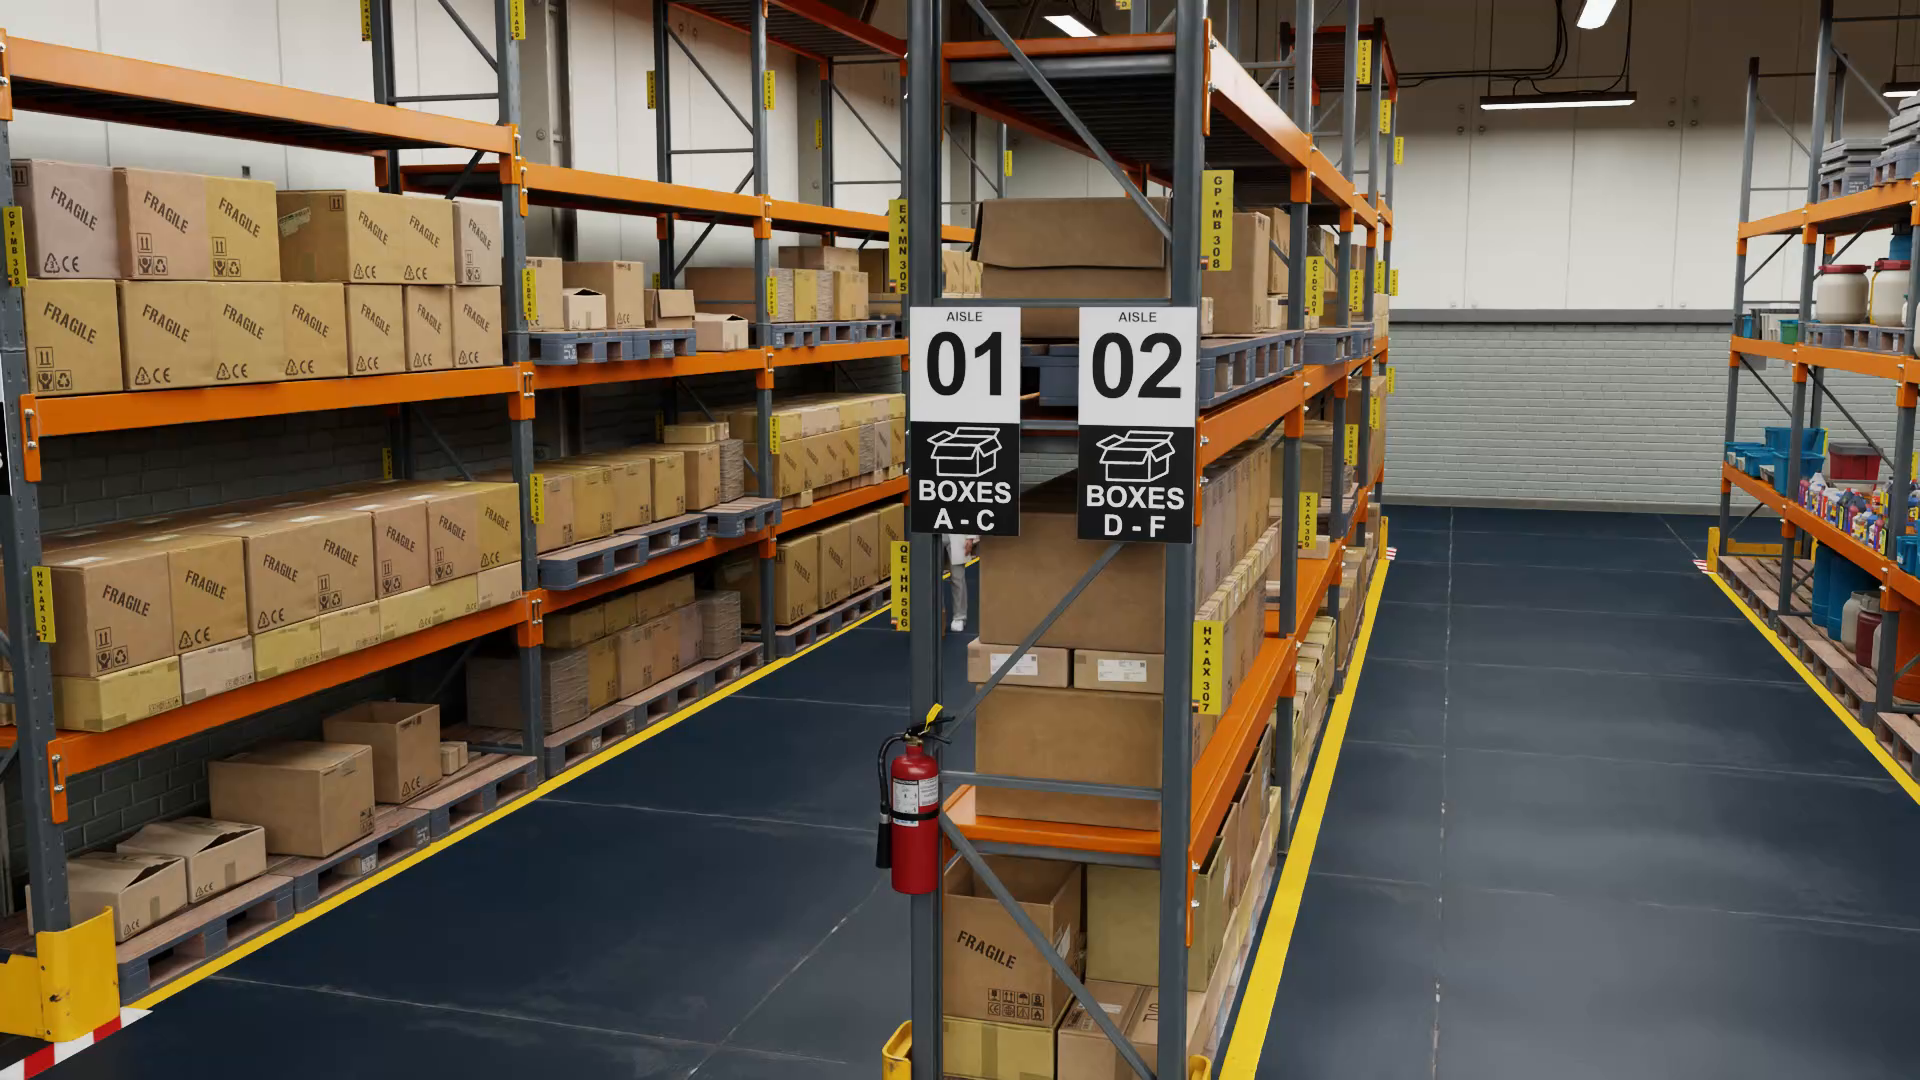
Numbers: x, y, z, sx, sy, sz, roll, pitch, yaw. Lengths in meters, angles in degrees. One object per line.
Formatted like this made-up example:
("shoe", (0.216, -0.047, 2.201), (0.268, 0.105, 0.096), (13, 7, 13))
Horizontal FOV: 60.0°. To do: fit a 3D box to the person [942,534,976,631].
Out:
("person", (-0.109, 0.002, 16.395), (0.566, 1.777, 0.383), (3, 9, 17))
